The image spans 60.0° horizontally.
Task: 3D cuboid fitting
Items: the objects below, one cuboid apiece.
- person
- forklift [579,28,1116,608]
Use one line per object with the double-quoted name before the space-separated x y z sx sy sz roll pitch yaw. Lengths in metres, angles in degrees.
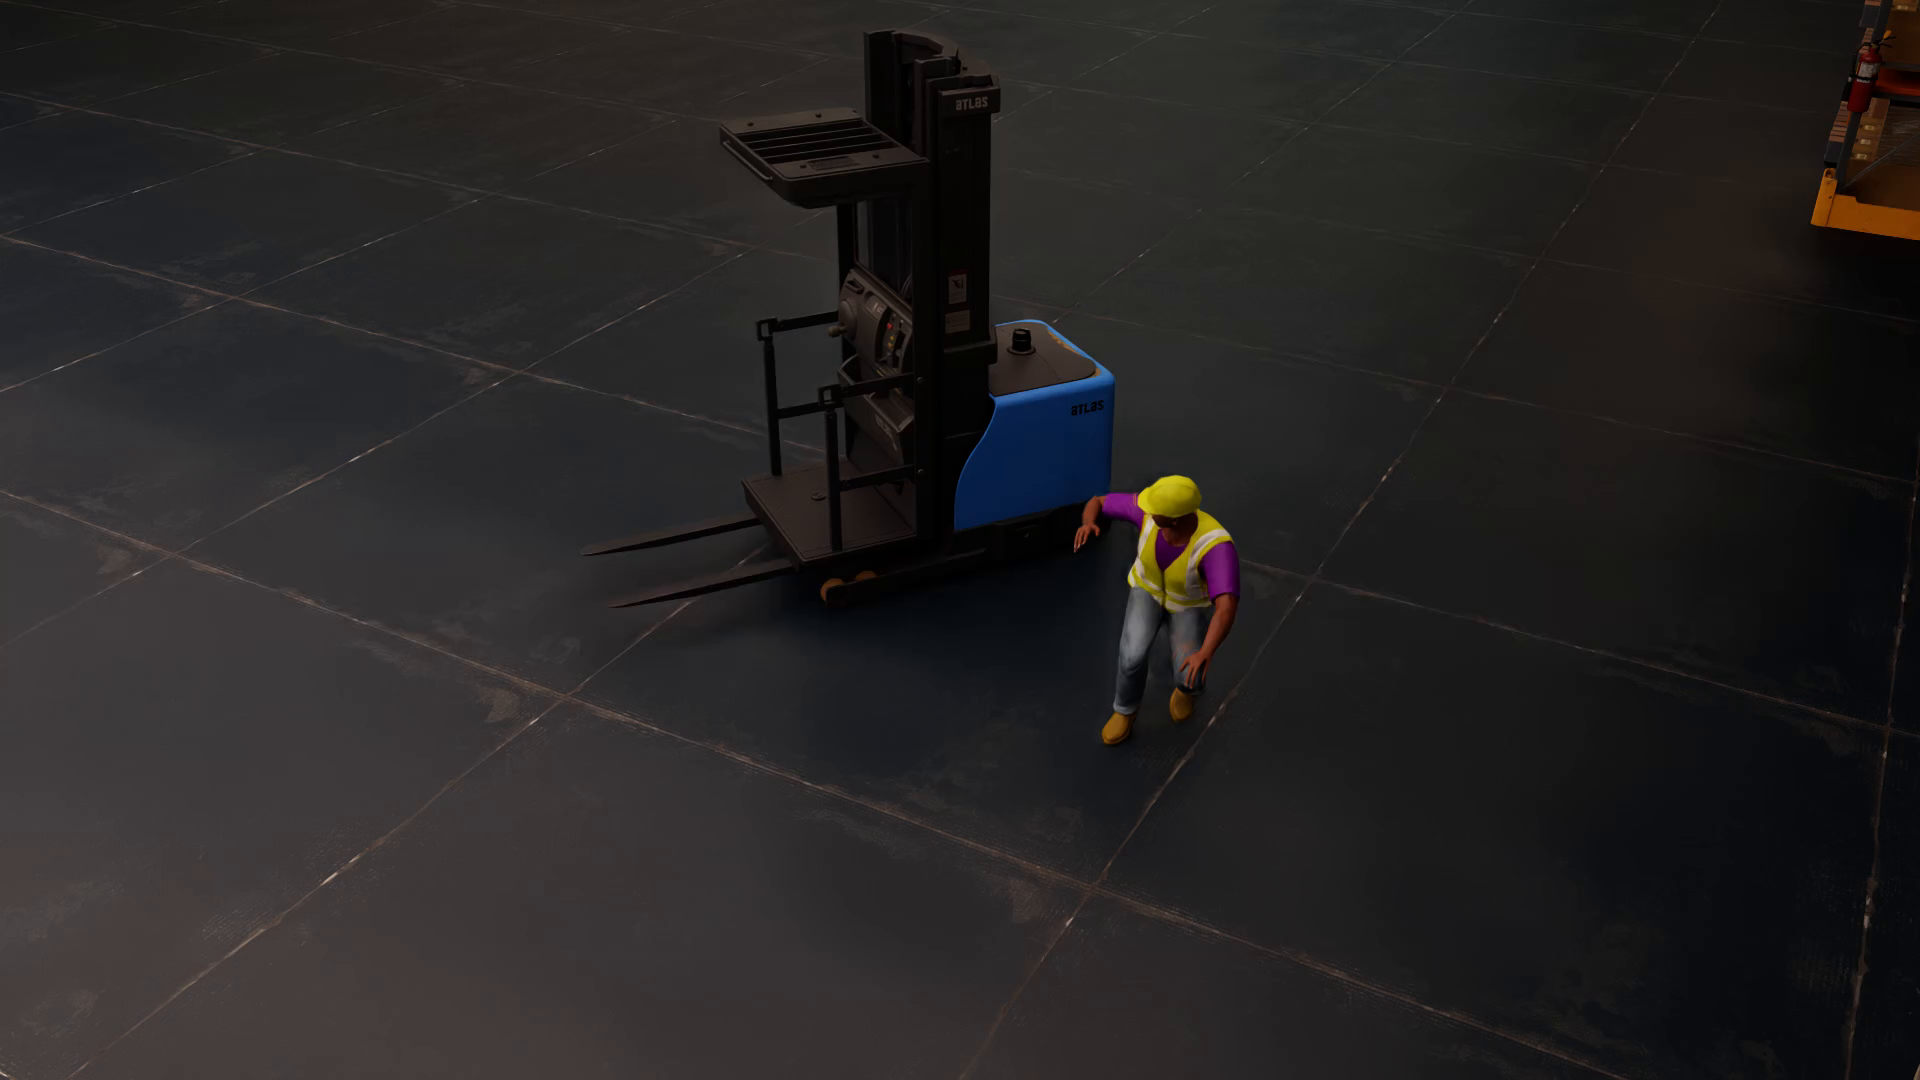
"person" 0.913 0.358 7.917 0.837 1.477 0.991 10 32 17
"forklift" -0.653 -1.187 9.127 3.031 2.935 1.130 -13 32 -21
